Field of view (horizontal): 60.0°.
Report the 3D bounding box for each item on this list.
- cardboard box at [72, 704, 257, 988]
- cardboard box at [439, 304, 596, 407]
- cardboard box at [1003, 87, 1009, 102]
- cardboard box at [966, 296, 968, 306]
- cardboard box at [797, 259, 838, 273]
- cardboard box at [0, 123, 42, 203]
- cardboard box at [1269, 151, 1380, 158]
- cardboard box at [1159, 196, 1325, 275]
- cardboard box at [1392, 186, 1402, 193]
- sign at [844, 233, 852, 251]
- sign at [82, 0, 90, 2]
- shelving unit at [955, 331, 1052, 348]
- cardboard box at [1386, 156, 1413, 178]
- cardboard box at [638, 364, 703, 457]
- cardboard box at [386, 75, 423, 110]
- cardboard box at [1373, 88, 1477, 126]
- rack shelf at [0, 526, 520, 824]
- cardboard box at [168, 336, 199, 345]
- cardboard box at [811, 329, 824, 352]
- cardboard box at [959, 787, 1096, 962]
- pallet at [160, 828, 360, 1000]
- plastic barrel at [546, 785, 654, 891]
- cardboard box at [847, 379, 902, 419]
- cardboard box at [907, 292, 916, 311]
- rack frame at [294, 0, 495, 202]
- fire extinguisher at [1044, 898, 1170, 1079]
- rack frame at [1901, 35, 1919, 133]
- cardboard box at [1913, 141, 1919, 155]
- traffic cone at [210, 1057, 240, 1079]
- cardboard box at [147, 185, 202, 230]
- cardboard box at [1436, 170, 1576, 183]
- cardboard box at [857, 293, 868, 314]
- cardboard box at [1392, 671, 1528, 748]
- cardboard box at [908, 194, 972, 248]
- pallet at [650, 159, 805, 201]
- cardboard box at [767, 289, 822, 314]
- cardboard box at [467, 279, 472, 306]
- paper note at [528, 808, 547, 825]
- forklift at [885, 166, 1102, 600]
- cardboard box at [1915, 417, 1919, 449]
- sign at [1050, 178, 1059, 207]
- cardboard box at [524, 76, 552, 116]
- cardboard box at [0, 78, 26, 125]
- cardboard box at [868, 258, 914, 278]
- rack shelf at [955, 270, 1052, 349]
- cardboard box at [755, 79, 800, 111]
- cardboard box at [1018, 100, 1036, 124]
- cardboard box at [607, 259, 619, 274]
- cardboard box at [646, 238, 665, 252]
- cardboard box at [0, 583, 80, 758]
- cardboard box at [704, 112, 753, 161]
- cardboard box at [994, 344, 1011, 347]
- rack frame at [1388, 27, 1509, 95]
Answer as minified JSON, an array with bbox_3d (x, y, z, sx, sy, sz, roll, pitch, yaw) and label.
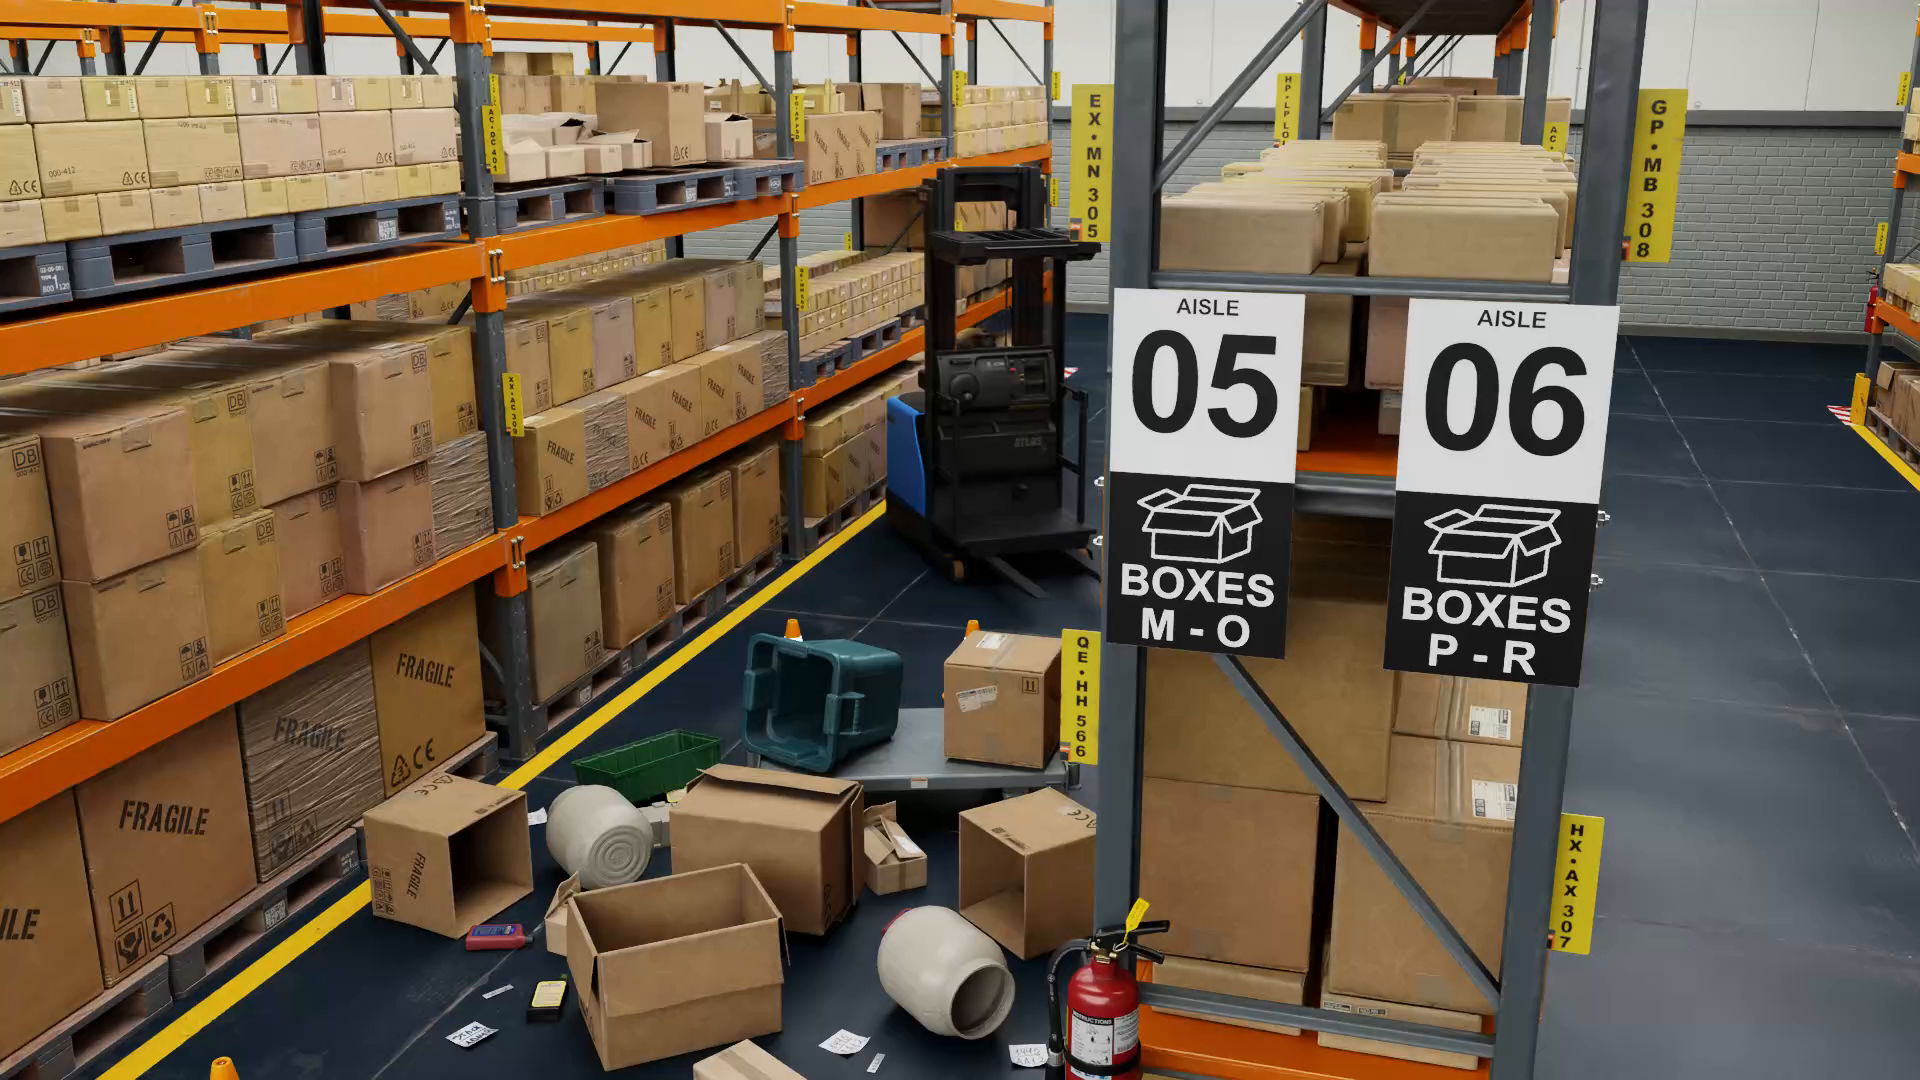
[{"bbox_3d":[-3.588,1.172,6.826,0.875,0.875,0.875,4,16,15],"label":"cardboard box"},{"bbox_3d":[-2.549,-1.076,9.611,0.700,0.500,0.500,4,16,15],"label":"cardboard box"},{"bbox_3d":[0.310,-4.714,17.584,0.380,0.149,0.250,4,16,14],"label":"cardboard box"},{"bbox_3d":[-0.133,-2.450,16.931,0.380,0.149,0.250,4,16,13],"label":"cardboard box"},{"bbox_3d":[-1.330,-2.470,15.140,0.380,0.149,0.250,4,16,15],"label":"cardboard box"},{"bbox_3d":[-3.439,-1.239,5.481,0.500,0.250,0.500,4,16,15],"label":"cardboard box"},{"bbox_3d":[1.292,-1.299,5.915,0.380,0.149,0.250,4,16,14],"label":"cardboard box"},{"bbox_3d":[0.622,-0.695,3.786,0.380,0.149,0.250,5,17,16],"label":"cardboard box"},{"bbox_3d":[1.421,-1.209,6.328,0.500,0.250,0.500,4,16,15],"label":"cardboard box"},{"bbox_3d":[-1.078,-2.832,16.229,0.100,0.325,0.005,5,16,16],"label":"sign"},{"bbox_3d":[-9.504,-5.913,18.067,0.100,0.325,0.005,5,16,16],"label":"sign"},{"bbox_3d":[0.368,-1.121,14.532,0.538,1.500,1.048,14,21,40],"label":"shelving unit"},{"bbox_3d":[1.973,-1.662,7.699,0.500,0.250,0.500,4,16,15],"label":"cardboard box"},{"bbox_3d":[-1.989,-0.842,10.619,0.500,0.500,0.500,5,17,17],"label":"cardboard box"},{"bbox_3d":[-2.699,-2.052,7.614,0.380,0.149,0.250,5,16,16],"label":"cardboard box"},{"bbox_3d":[3.045,-2.776,11.165,0.797,0.503,0.637,4,16,12],"label":"cardboard box"},{"bbox_3d":[-3.397,0.587,7.080,1.077,0.370,4.000,5,16,16],"label":"rack shelf"},{"bbox_3d":[-6.534,-1.845,13.386,0.500,0.500,0.500,3,16,9],"label":"cardboard box"},{"bbox_3d":[-1.295,-1.581,13.098,0.380,0.149,0.250,5,17,19],"label":"cardboard box"},{"bbox_3d":[0.337,1.451,7.291,0.500,0.500,0.500,-10,19,-32],"label":"cardboard box"},{"bbox_3d":[-3.465,1.573,7.399,1.003,0.211,1.213,5,16,16],"label":"pallet"},{"bbox_3d":[-1.680,1.373,7.713,0.421,0.421,0.512,-10,19,-32],"label":"plastic barrel"},{"bbox_3d":[-0.820,-1.248,14.669,0.500,0.250,0.500,4,16,13],"label":"cardboard box"},{"bbox_3d":[-0.624,-2.204,15.293,0.380,0.149,0.250,5,16,16],"label":"cardboard box"},{"bbox_3d":[-2.829,-3.168,8.008,1.000,3.000,0.127,5,16,16],"label":"rack frame"},{"bbox_3d":[0.335,1.153,3.908,0.296,0.674,0.183,5,16,16],"label":"fire extinguisher"},{"bbox_3d":[10.116,-5.566,16.463,1.000,3.000,0.127,5,16,16],"label":"rack frame"},{"bbox_3d":[9.803,-3.937,16.676,0.380,0.149,0.250,5,17,17],"label":"cardboard box"},{"bbox_3d":[-2.453,1.956,5.585,0.336,0.463,0.334,5,16,16],"label":"traffic cone"},{"bbox_3d":[-3.130,-1.270,6.319,0.380,0.149,0.250,5,17,16],"label":"cardboard box"},{"bbox_3d":[1.566,-0.983,4.801,0.380,0.149,0.250,5,17,17],"label":"cardboard box"},{"bbox_3d":[-0.997,-2.001,14.032,0.380,0.149,0.250,4,16,15],"label":"cardboard box"},{"bbox_3d":[1.354,0.692,4.663,0.500,0.500,0.500,5,17,18],"label":"cardboard box"},{"bbox_3d":[-0.193,-3.146,16.365,0.500,0.500,0.500,5,17,17],"label":"cardboard box"},{"bbox_3d":[-1.824,-2.508,11.525,1.213,0.211,1.003,5,17,18],"label":"pallet"},{"bbox_3d":[-1.301,-1.872,13.034,0.380,0.149,0.250,4,16,14],"label":"cardboard box"},{"bbox_3d":[-5.153,-2.691,17.136,0.500,0.500,0.500,5,16,16],"label":"cardboard box"},{"bbox_3d":[-2.151,1.392,8.364,0.147,0.020,0.142,-7,17,-23],"label":"paper note"},{"bbox_3d":[0.350,-1.221,12.262,1.130,2.935,3.031,-5,17,-18],"label":"forklift"},{"bbox_3d":[9.276,-1.035,15.292,0.700,0.500,0.500,4,16,14],"label":"cardboard box"},{"bbox_3d":[1.108,-4.082,19.524,0.100,0.325,0.005,5,16,16],"label":"sign"},{"bbox_3d":[-4.960,-4.877,18.395,0.700,0.500,0.500,6,17,19],"label":"cardboard box"},{"bbox_3d":[-3.348,-1.453,5.503,0.380,0.149,0.250,5,17,16],"label":"cardboard box"},{"bbox_3d":[-0.633,-2.485,15.192,0.380,0.149,0.250,4,16,14],"label":"cardboard box"},{"bbox_3d":[0.013,-2.552,18.149,1.077,0.370,4.000,5,16,16],"label":"rack shelf"},{"bbox_3d":[-1.480,-3.652,13.625,0.396,0.266,0.258,5,16,16],"label":"cardboard box"},{"bbox_3d":[0.551,-4.759,18.472,0.500,0.250,0.500,4,16,14],"label":"cardboard box"},{"bbox_3d":[-4.293,-3.258,19.779,0.380,0.149,0.250,5,16,16],"label":"cardboard box"},{"bbox_3d":[-4.028,-3.756,20.805,0.500,0.250,0.500,4,16,15],"label":"cardboard box"},{"bbox_3d":[-3.768,0.446,5.985,0.875,0.550,0.550,5,16,16],"label":"cardboard box"},{"bbox_3d":[-1.701,-2.682,11.002,0.500,0.311,0.500,5,16,16],"label":"cardboard box"},{"bbox_3d":[0.439,-2.104,18.614,0.380,0.149,0.250,5,17,18],"label":"cardboard box"},{"bbox_3d":[4.220,-4.904,14.127,1.000,3.000,0.127,5,16,16],"label":"rack frame"}]
